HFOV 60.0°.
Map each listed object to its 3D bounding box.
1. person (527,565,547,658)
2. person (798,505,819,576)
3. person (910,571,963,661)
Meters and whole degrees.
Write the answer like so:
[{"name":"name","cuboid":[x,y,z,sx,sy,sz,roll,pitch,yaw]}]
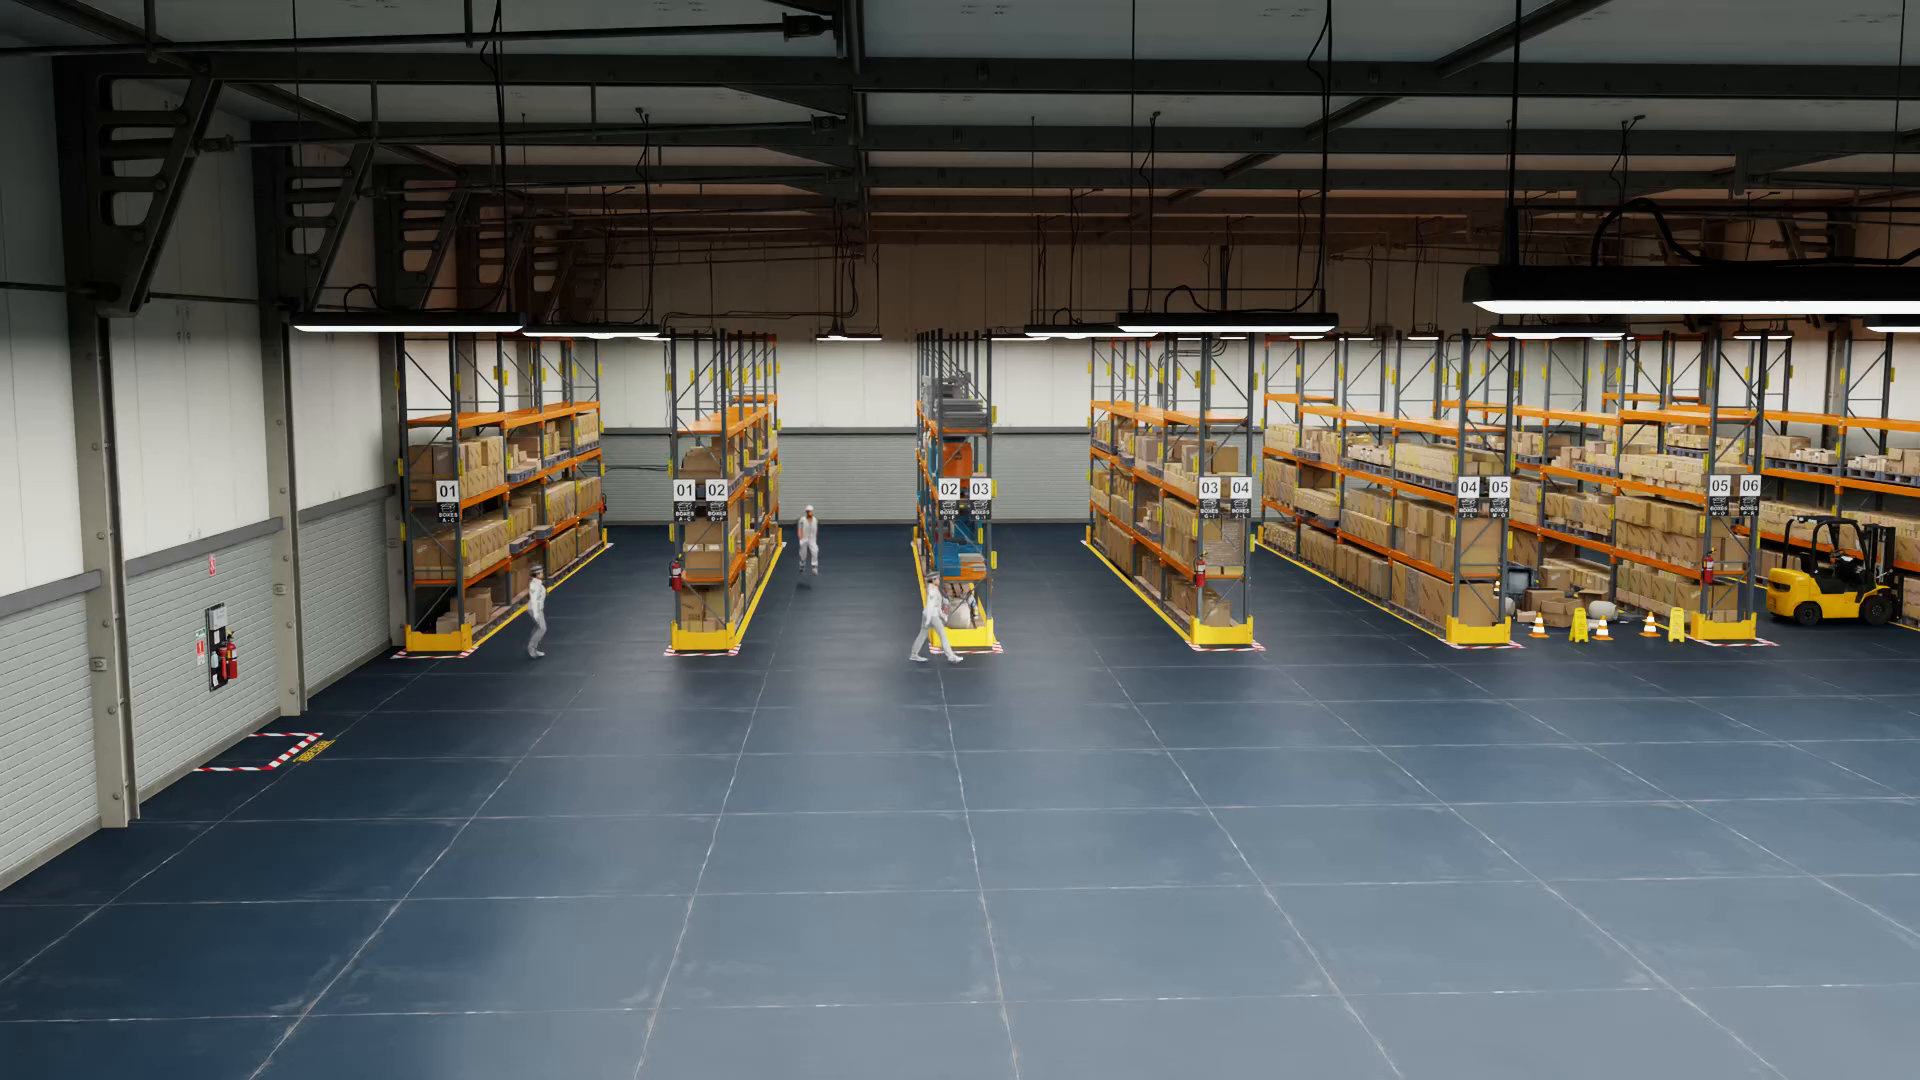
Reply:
[{"name":"person","cuboid":[-7.730,1.302,30.414,0.392,1.686,0.509,0,7,0]},{"name":"person","cuboid":[-3.577,0.013,39.221,0.505,1.673,1.074,-1,7,-12]},{"name":"person","cuboid":[-0.440,1.367,29.956,0.939,1.626,0.494,-2,7,-15]}]
